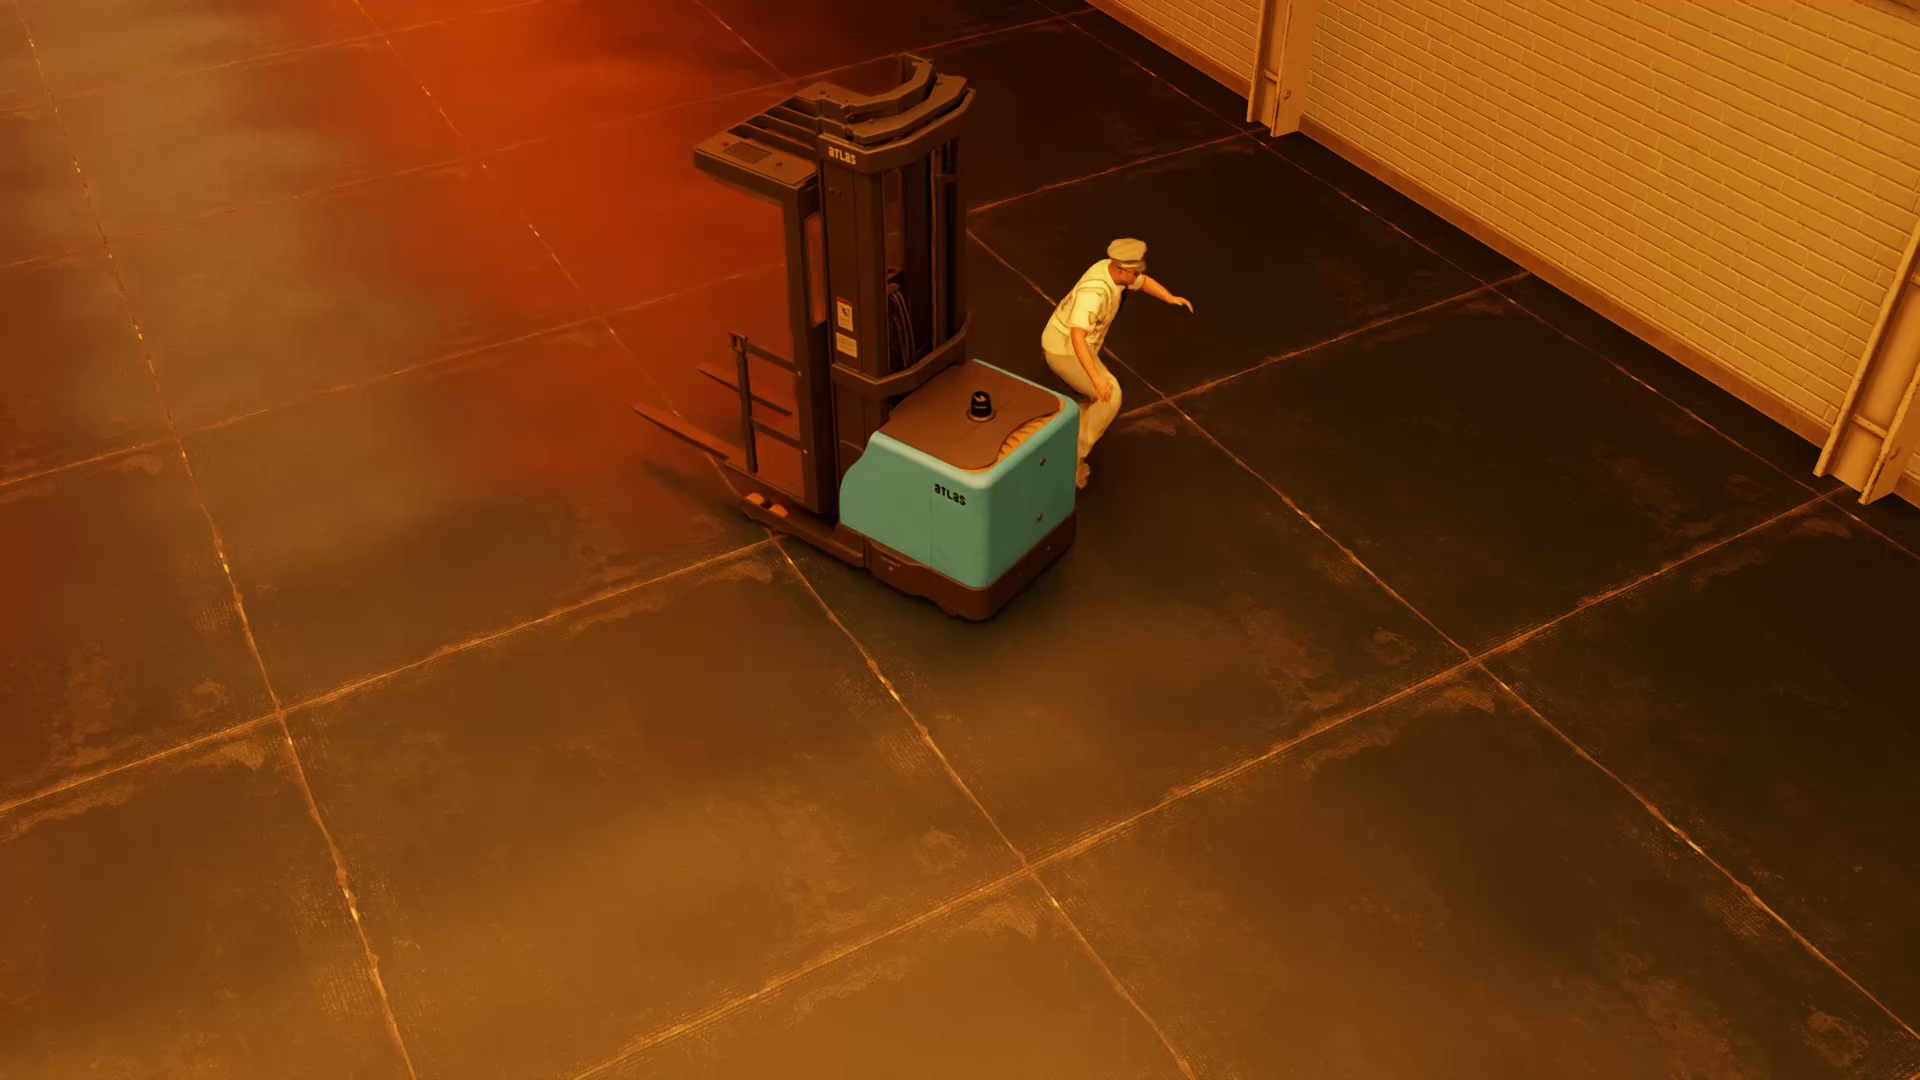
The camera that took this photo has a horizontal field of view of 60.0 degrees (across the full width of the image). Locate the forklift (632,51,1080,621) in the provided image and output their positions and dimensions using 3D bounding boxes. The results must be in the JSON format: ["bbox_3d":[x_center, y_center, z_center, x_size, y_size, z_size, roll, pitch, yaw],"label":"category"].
[{"bbox_3d":[-0.771,-1.427,9.756,3.031,2.935,1.130,26,46,28],"label":"forklift"}]

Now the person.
[{"bbox_3d":[0.965,-1.133,10.542,0.932,1.516,1.080,7,40,9],"label":"person"}]
